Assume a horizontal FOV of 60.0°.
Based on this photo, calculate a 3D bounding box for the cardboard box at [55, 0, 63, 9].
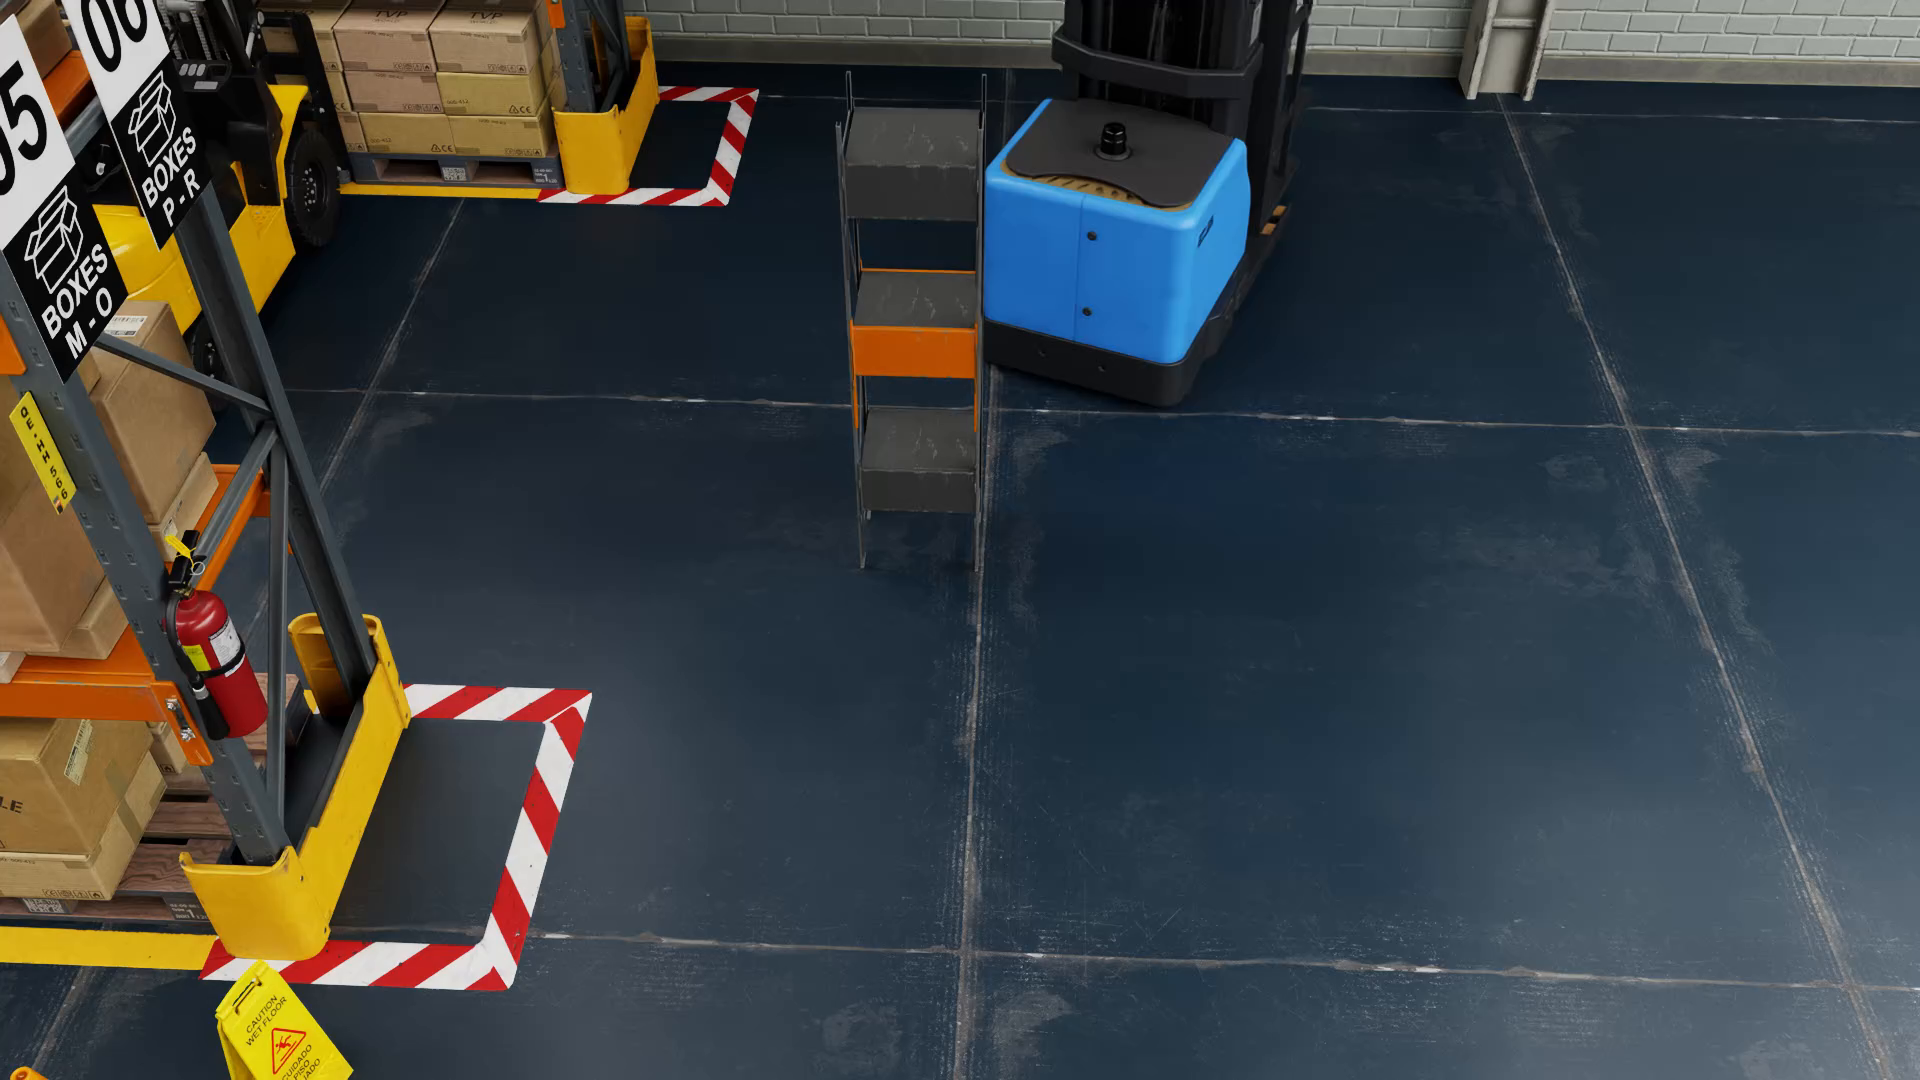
[{"bbox_3d":[-5.065,-2.819,9.052,0.500,0.250,0.500,2,43,2],"label":"cardboard box"}]

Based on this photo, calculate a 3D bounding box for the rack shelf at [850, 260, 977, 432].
[{"bbox_3d":[-0.165,-0.763,6.549,0.480,0.518,0.431,2,43,2],"label":"rack shelf"}]

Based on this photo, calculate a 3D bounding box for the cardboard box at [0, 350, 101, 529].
[{"bbox_3d":[-2.789,-0.433,4.489,0.500,0.500,0.700,1,43,1],"label":"cardboard box"}]

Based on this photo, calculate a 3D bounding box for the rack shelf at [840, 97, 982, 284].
[{"bbox_3d":[-0.165,-1.276,6.072,0.480,0.518,0.431,2,43,2],"label":"rack shelf"}]

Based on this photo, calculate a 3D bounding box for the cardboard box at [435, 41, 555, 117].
[{"bbox_3d":[-2.549,-2.567,9.147,0.500,0.250,0.500,1,43,1],"label":"cardboard box"}]

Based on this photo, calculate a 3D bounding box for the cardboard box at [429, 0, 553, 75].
[{"bbox_3d":[-2.523,-2.750,8.976,0.500,0.250,0.500,3,43,3],"label":"cardboard box"}]

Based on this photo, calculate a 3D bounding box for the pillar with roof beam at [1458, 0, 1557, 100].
[{"bbox_3d":[3.096,-3.149,4.028,0.400,9.000,9.100,2,43,2],"label":"pillar with roof beam"}]

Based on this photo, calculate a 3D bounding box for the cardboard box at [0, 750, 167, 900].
[{"bbox_3d":[-3.112,0.956,5.733,0.500,0.250,0.500,2,43,2],"label":"cardboard box"}]

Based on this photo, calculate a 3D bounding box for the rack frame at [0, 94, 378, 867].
[{"bbox_3d":[-2.268,-0.054,5.108,0.127,3.000,1.000,2,43,2],"label":"rack frame"}]

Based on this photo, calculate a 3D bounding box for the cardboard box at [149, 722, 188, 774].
[{"bbox_3d":[-3.062,0.585,6.130,0.500,0.250,0.500,1,43,2],"label":"cardboard box"}]

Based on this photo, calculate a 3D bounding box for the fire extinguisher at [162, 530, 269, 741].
[{"bbox_3d":[-2.175,0.291,4.793,0.183,0.674,0.296,2,43,2],"label":"fire extinguisher"}]

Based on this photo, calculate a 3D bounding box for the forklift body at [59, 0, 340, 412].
[{"bbox_3d":[-4.025,-1.940,7.754,1.214,2.155,2.313,2,43,2],"label":"forklift body"}]

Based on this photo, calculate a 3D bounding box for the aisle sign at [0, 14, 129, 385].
[{"bbox_3d":[-2.220,-0.806,4.008,0.004,0.787,0.394,2,43,2],"label":"aisle sign"}]

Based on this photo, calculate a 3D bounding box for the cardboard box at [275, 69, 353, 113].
[{"bbox_3d":[-3.566,-2.591,9.173,0.500,0.250,0.500,1,43,1],"label":"cardboard box"}]

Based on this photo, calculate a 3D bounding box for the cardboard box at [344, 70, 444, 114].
[{"bbox_3d":[-3.049,-2.590,9.172,0.500,0.250,0.500,1,43,1],"label":"cardboard box"}]

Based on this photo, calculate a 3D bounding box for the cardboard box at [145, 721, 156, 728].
[{"bbox_3d":[-3.086,0.310,5.875,0.500,0.500,0.500,0,43,0],"label":"cardboard box"}]

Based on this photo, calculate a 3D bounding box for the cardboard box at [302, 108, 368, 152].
[{"bbox_3d":[-3.528,-2.424,9.361,0.500,0.250,0.500,2,43,2],"label":"cardboard box"}]

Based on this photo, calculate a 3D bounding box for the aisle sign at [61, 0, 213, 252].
[{"bbox_3d":[-2.193,-1.215,4.446,0.004,0.787,0.394,2,43,2],"label":"aisle sign"}]

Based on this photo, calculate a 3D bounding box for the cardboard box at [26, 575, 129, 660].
[{"bbox_3d":[-2.652,0.172,5.049,0.250,0.149,0.380,3,43,3],"label":"cardboard box"}]

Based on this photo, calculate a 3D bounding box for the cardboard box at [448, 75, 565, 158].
[{"bbox_3d":[-2.532,-2.381,9.315,0.500,0.250,0.500,2,43,2],"label":"cardboard box"}]

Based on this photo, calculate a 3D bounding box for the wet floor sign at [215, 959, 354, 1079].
[{"bbox_3d":[-2.127,1.542,5.122,0.232,0.644,0.267,16,45,16],"label":"wet floor sign"}]

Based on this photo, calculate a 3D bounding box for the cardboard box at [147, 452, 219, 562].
[{"bbox_3d":[-2.598,-0.114,5.356,0.250,0.149,0.380,2,43,2],"label":"cardboard box"}]

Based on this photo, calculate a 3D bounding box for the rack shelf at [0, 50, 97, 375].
[{"bbox_3d":[-4.266,-0.950,4.396,4.000,0.370,1.077,2,43,2],"label":"rack shelf"}]

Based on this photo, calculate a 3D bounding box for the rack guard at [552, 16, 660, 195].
[{"bbox_3d":[-2.025,-2.519,9.587,0.348,0.500,1.175,2,43,2],"label":"rack guard"}]

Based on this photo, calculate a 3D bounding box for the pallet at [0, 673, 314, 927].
[{"bbox_3d":[-3.154,0.915,6.113,1.213,0.211,1.003,2,43,2],"label":"pallet"}]

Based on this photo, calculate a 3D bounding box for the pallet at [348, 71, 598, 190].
[{"bbox_3d":[-2.814,-2.409,9.681,1.213,0.211,1.003,2,43,2],"label":"pallet"}]

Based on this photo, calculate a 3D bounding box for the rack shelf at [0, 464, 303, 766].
[{"bbox_3d":[-4.266,0.148,5.419,4.000,0.370,1.077,2,43,2],"label":"rack shelf"}]

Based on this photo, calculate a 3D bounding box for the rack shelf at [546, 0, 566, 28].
[{"bbox_3d":[-4.047,-3.233,9.047,4.000,0.370,1.077,2,43,2],"label":"rack shelf"}]

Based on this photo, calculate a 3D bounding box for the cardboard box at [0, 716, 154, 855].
[{"bbox_3d":[-3.081,0.677,5.482,0.500,0.500,0.500,2,43,2],"label":"cardboard box"}]

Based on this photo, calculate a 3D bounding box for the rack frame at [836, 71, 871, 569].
[{"bbox_3d":[-0.409,-0.781,6.548,0.015,2.100,0.400,2,43,2],"label":"rack frame"}]

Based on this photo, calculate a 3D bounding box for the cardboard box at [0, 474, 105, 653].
[{"bbox_3d":[-2.823,-0.029,4.789,0.500,0.500,0.500,1,43,1],"label":"cardboard box"}]

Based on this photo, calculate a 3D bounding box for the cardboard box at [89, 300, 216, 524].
[{"bbox_3d":[-2.729,-0.403,5.191,0.500,0.500,0.500,1,43,1],"label":"cardboard box"}]

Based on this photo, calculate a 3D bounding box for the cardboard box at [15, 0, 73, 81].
[{"bbox_3d":[-2.585,-1.291,4.419,0.250,0.149,0.380,2,43,2],"label":"cardboard box"}]

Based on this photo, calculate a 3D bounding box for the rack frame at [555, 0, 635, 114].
[{"bbox_3d":[-2.049,-3.434,8.736,0.127,3.000,1.000,2,43,2],"label":"rack frame"}]

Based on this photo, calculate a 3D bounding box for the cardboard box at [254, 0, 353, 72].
[{"bbox_3d":[-3.538,-2.770,8.998,0.500,0.250,0.500,2,43,2],"label":"cardboard box"}]

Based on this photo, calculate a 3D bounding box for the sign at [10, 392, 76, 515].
[{"bbox_3d":[-2.313,-0.216,4.200,0.005,0.325,0.100,2,43,2],"label":"sign"}]

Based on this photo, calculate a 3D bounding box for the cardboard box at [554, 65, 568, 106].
[{"bbox_3d":[-2.530,-2.730,9.689,0.500,0.250,0.500,2,43,2],"label":"cardboard box"}]

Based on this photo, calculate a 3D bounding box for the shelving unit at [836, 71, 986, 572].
[{"bbox_3d":[-0.165,-0.773,6.540,0.503,2.100,0.431,2,43,2],"label":"shelving unit"}]

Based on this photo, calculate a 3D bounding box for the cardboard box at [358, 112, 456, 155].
[{"bbox_3d":[-3.029,-2.403,9.338,0.500,0.250,0.500,2,43,2],"label":"cardboard box"}]

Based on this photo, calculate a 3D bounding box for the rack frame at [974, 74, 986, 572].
[{"bbox_3d":[0.078,-0.766,6.532,0.015,2.100,0.400,2,43,2],"label":"rack frame"}]

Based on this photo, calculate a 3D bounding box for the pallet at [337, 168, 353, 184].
[{"bbox_3d":[-4.030,-2.448,9.723,1.213,0.211,1.003,2,43,2],"label":"pallet"}]

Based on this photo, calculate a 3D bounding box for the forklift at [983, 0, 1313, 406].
[{"bbox_3d":[1.145,-2.712,8.011,1.130,2.935,3.031,17,46,17],"label":"forklift"}]

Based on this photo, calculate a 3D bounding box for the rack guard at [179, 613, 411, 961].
[{"bbox_3d":[-2.344,0.858,5.962,0.348,0.500,1.175,2,43,2],"label":"rack guard"}]

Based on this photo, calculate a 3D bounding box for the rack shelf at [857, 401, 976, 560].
[{"bbox_3d":[-0.165,-0.251,7.026,0.480,0.518,0.431,2,43,2],"label":"rack shelf"}]

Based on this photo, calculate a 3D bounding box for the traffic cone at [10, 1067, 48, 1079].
[{"bbox_3d":[-2.756,1.739,5.044,0.334,0.463,0.336,2,43,2],"label":"traffic cone"}]

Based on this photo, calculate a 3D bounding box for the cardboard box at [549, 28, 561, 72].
[{"bbox_3d":[-2.509,-2.921,9.527,0.500,0.250,0.500,2,43,3],"label":"cardboard box"}]

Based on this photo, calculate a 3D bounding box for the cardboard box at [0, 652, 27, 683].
[{"bbox_3d":[-2.910,0.240,4.976,0.250,0.149,0.380,1,43,1],"label":"cardboard box"}]

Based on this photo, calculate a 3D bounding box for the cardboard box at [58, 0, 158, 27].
[{"bbox_3d":[-4.567,-2.812,9.044,0.500,0.250,0.500,3,43,3],"label":"cardboard box"}]

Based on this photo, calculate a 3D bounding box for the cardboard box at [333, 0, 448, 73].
[{"bbox_3d":[-3.033,-2.761,8.989,0.500,0.250,0.500,2,43,3],"label":"cardboard box"}]

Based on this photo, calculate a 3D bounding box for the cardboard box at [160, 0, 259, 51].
[{"bbox_3d":[-4.043,-2.791,9.021,0.500,0.250,0.500,1,43,1],"label":"cardboard box"}]
